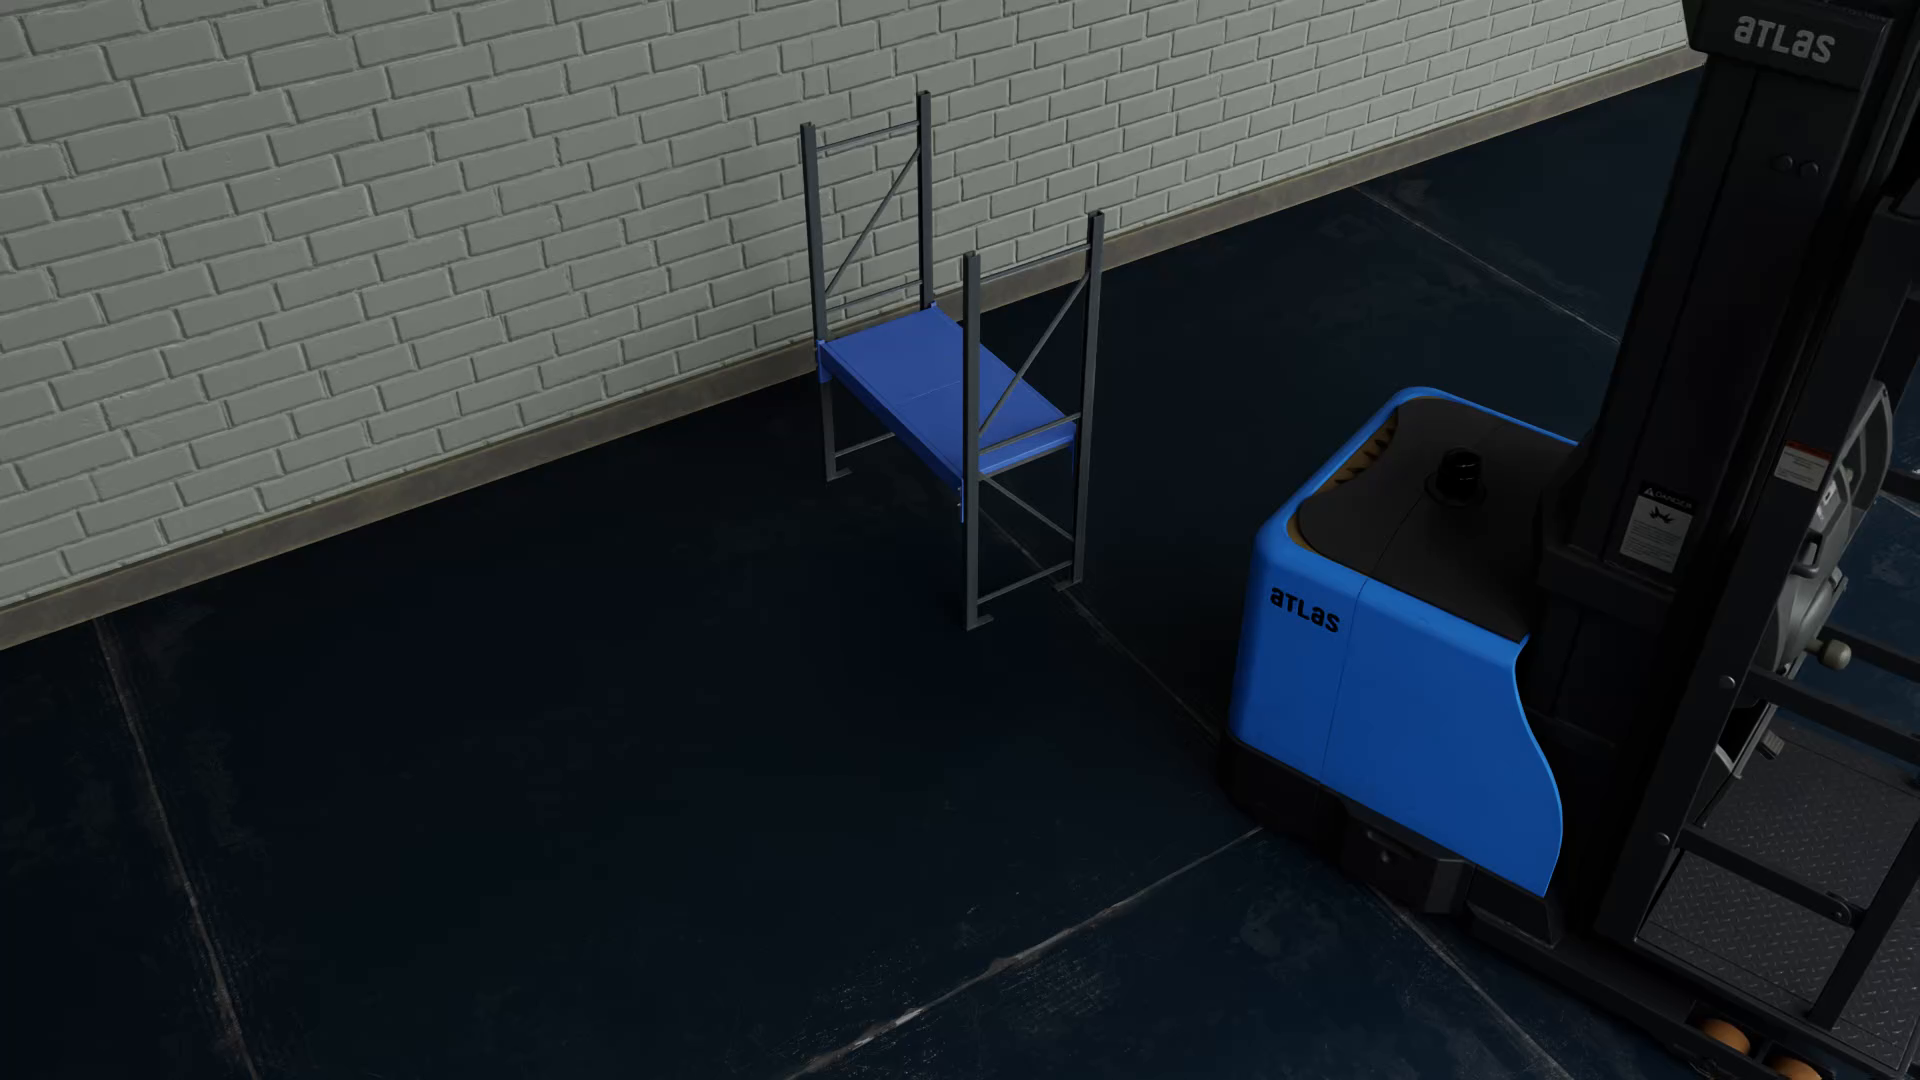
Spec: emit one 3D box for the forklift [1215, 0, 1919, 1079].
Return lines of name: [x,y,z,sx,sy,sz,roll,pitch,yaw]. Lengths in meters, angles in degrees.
forklift: [2.278,0.020,3.936,3.031,2.935,1.130,27,47,28]

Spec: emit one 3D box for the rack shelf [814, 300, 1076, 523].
rack shelf: [-0.046,-0.484,5.940,0.538,0.185,1.000,-22,45,-24]

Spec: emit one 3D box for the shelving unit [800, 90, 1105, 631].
shelving unit: [-0.046,-0.622,5.825,0.538,1.500,1.048,-22,45,-24]

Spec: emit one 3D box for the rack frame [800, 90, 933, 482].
rack frame: [-0.319,-0.897,6.154,0.500,1.500,0.032,-22,45,-24]

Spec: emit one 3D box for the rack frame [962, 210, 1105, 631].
rack frame: [0.227,-0.348,5.496,0.500,1.500,0.032,-22,45,-24]
